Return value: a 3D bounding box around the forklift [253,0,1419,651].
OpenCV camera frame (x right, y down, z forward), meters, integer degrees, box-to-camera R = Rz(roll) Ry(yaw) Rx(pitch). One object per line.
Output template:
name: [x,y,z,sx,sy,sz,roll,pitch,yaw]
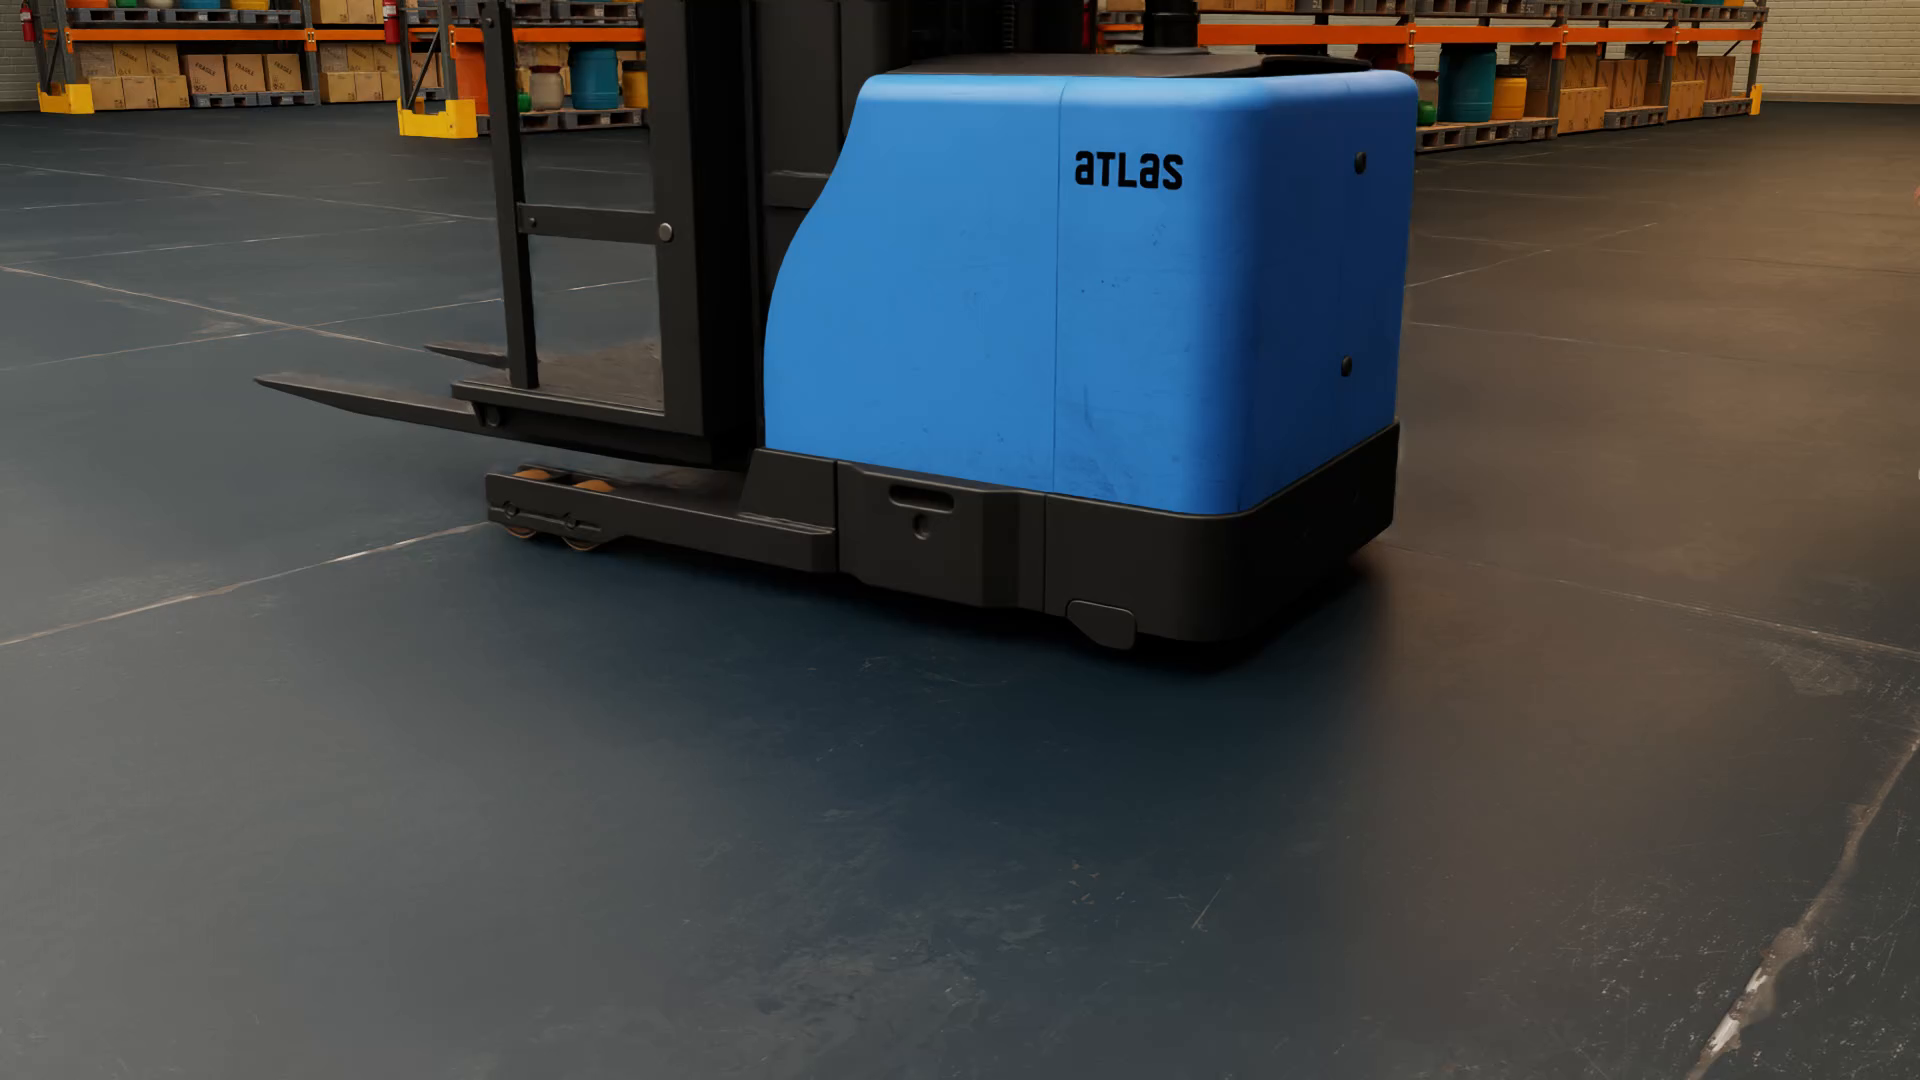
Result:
forklift: [-0.526,-1.494,3.817,3.031,2.935,1.130,10,20,30]
